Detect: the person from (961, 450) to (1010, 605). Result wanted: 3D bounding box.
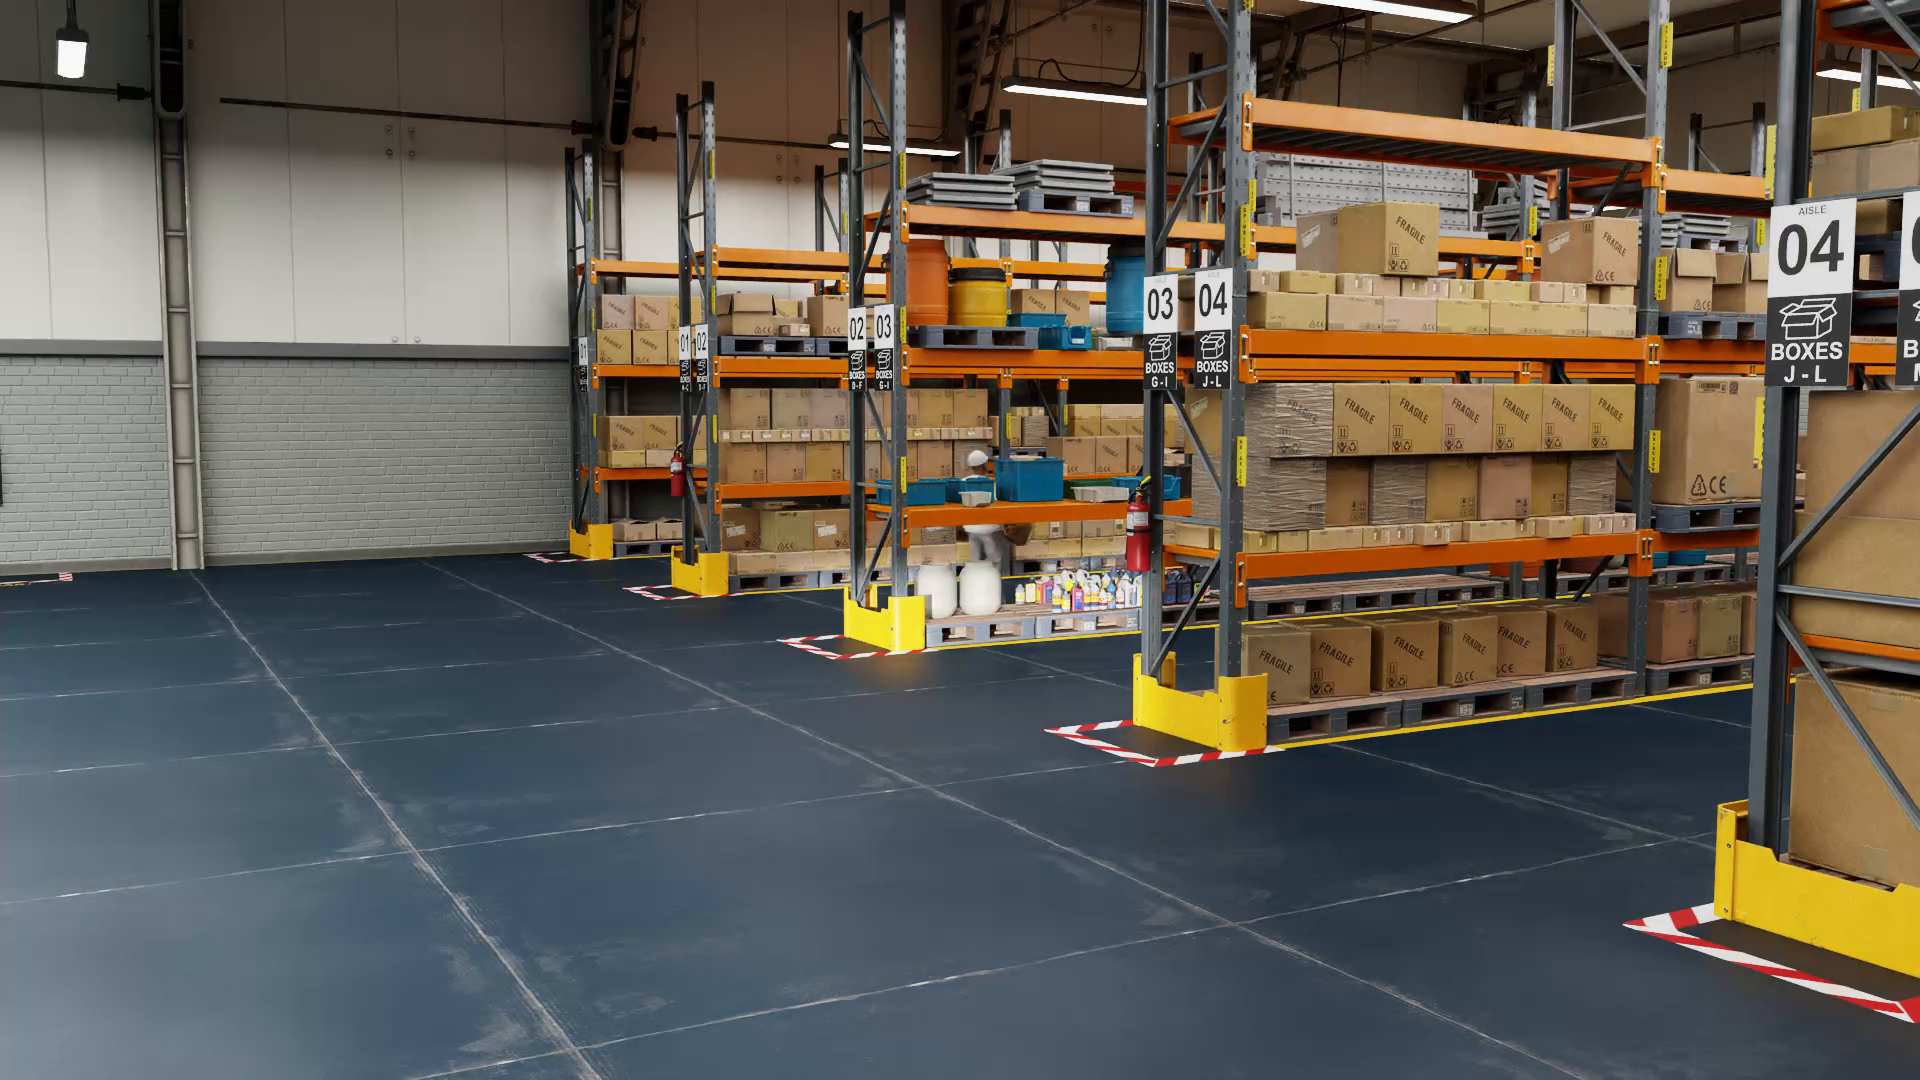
[{"bbox_3d":[0.292,-0.095,18.160,0.589,1.773,0.528,4,6,37],"label":"person"}]
